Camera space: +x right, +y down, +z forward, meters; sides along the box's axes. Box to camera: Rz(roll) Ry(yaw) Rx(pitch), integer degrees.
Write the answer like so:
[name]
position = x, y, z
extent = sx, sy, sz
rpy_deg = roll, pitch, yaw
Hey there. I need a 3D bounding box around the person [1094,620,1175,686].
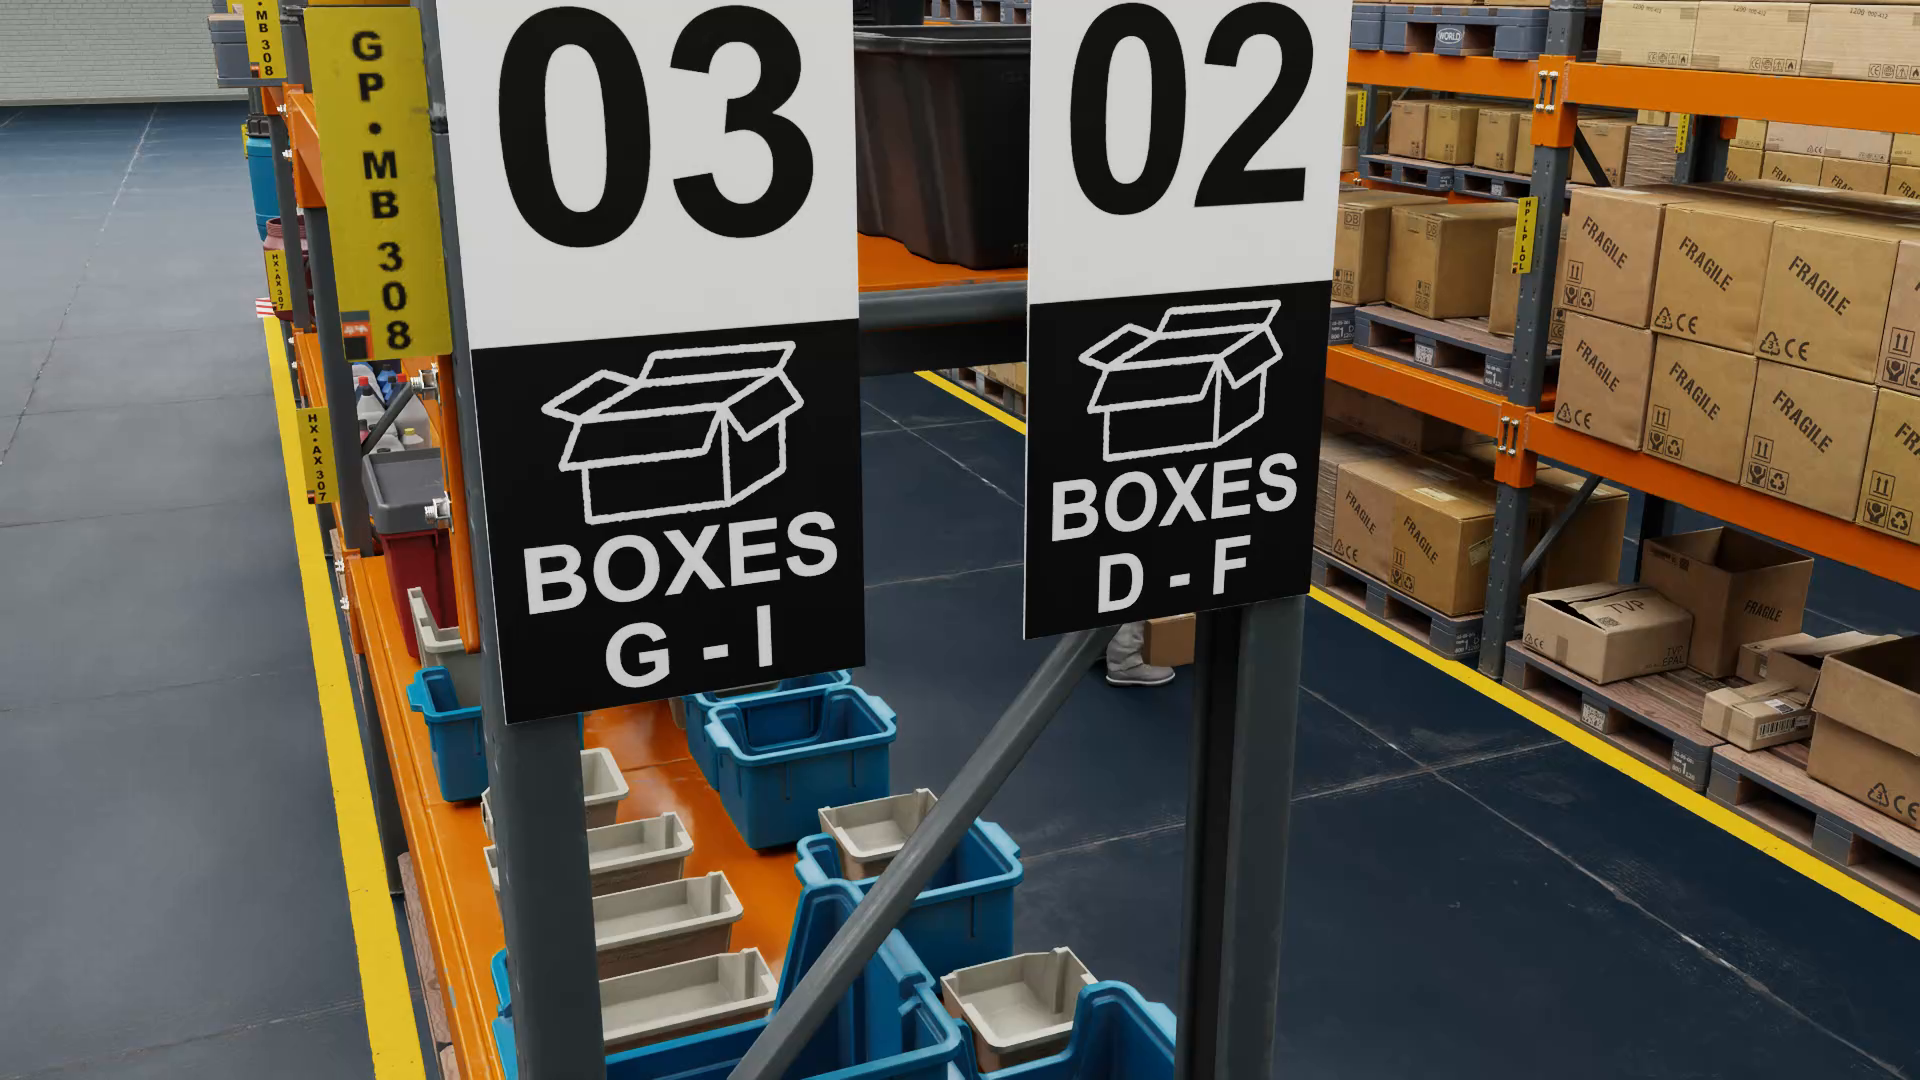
[person]
position = 0.719, -0.213, 7.682
extent = 0.436, 1.746, 0.586
rpy_deg = -8, 20, -22
